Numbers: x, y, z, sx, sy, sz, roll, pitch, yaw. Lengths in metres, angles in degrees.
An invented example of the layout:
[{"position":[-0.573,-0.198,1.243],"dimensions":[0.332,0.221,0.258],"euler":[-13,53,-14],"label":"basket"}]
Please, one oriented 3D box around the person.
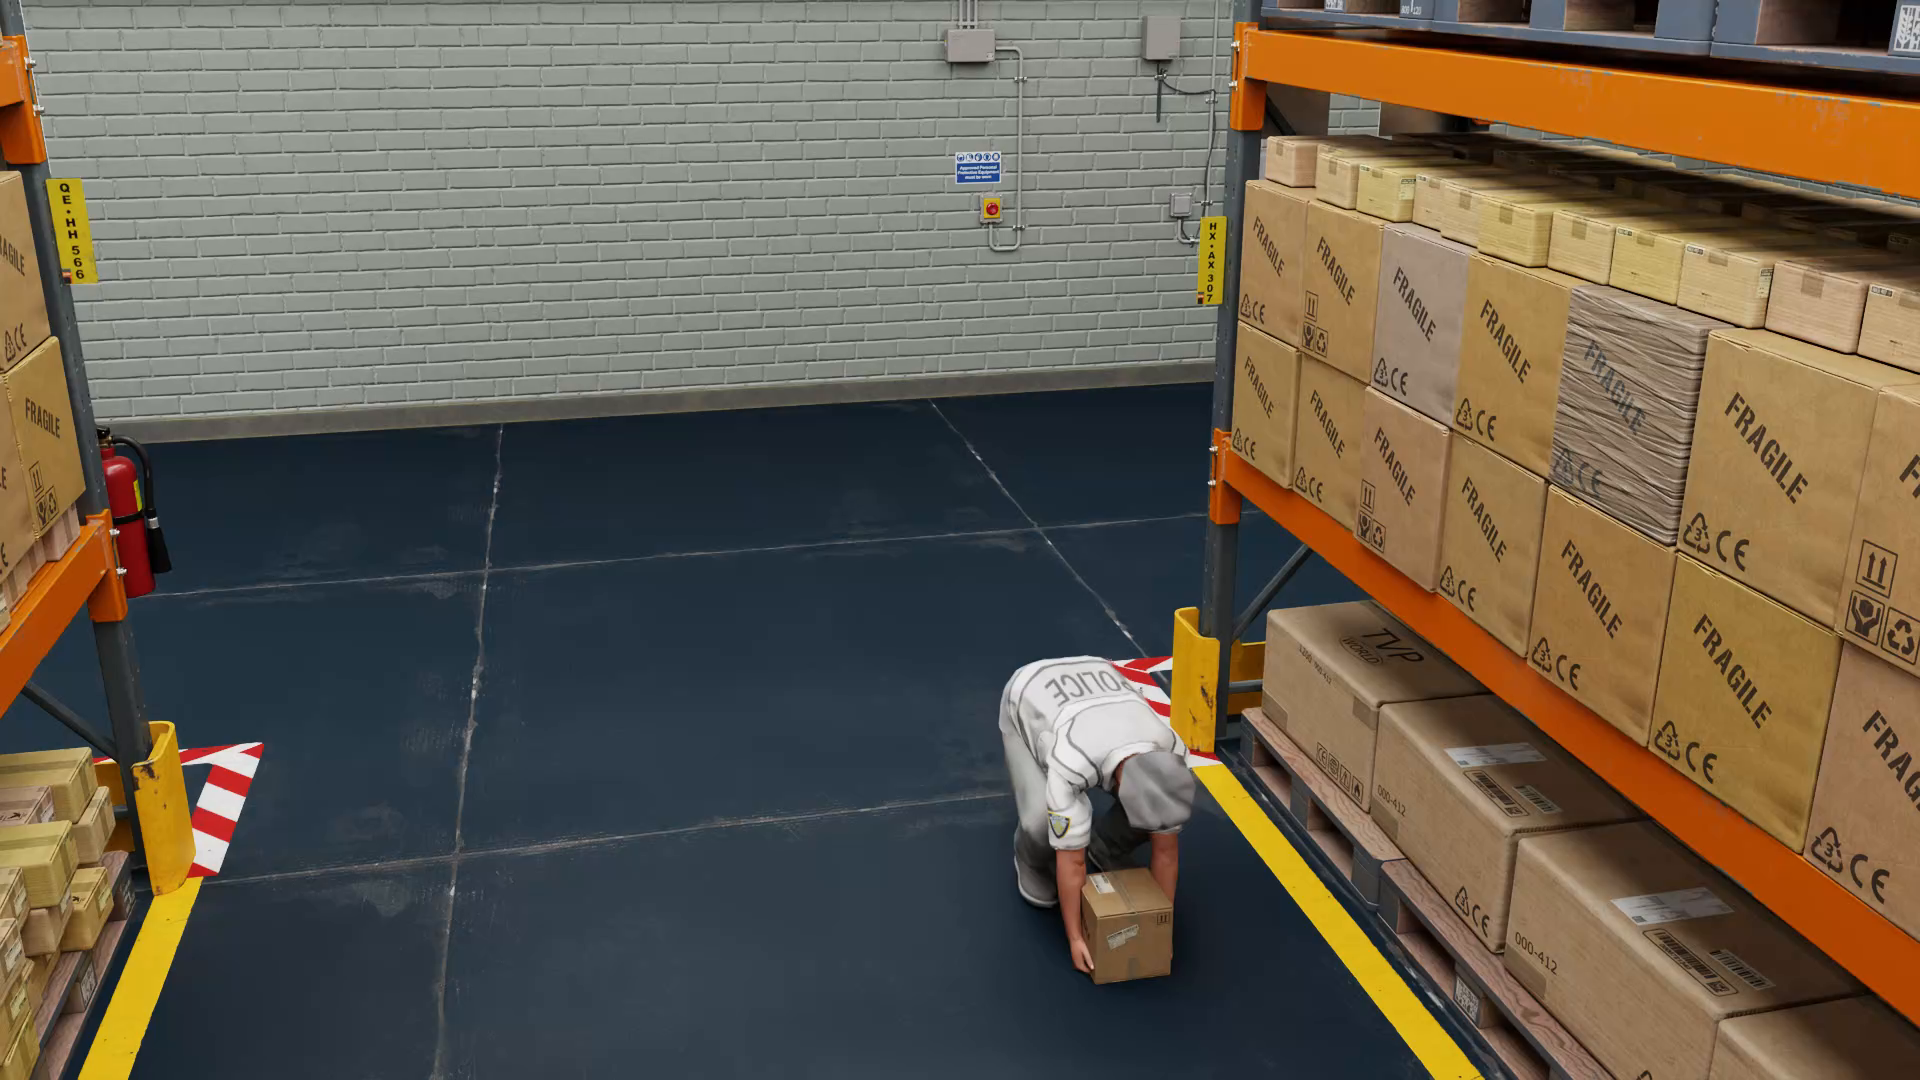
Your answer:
[{"position":[0.455,0.876,5.510],"dimensions":[0.532,0.840,1.031],"euler":[-5,20,-14],"label":"person"}]
